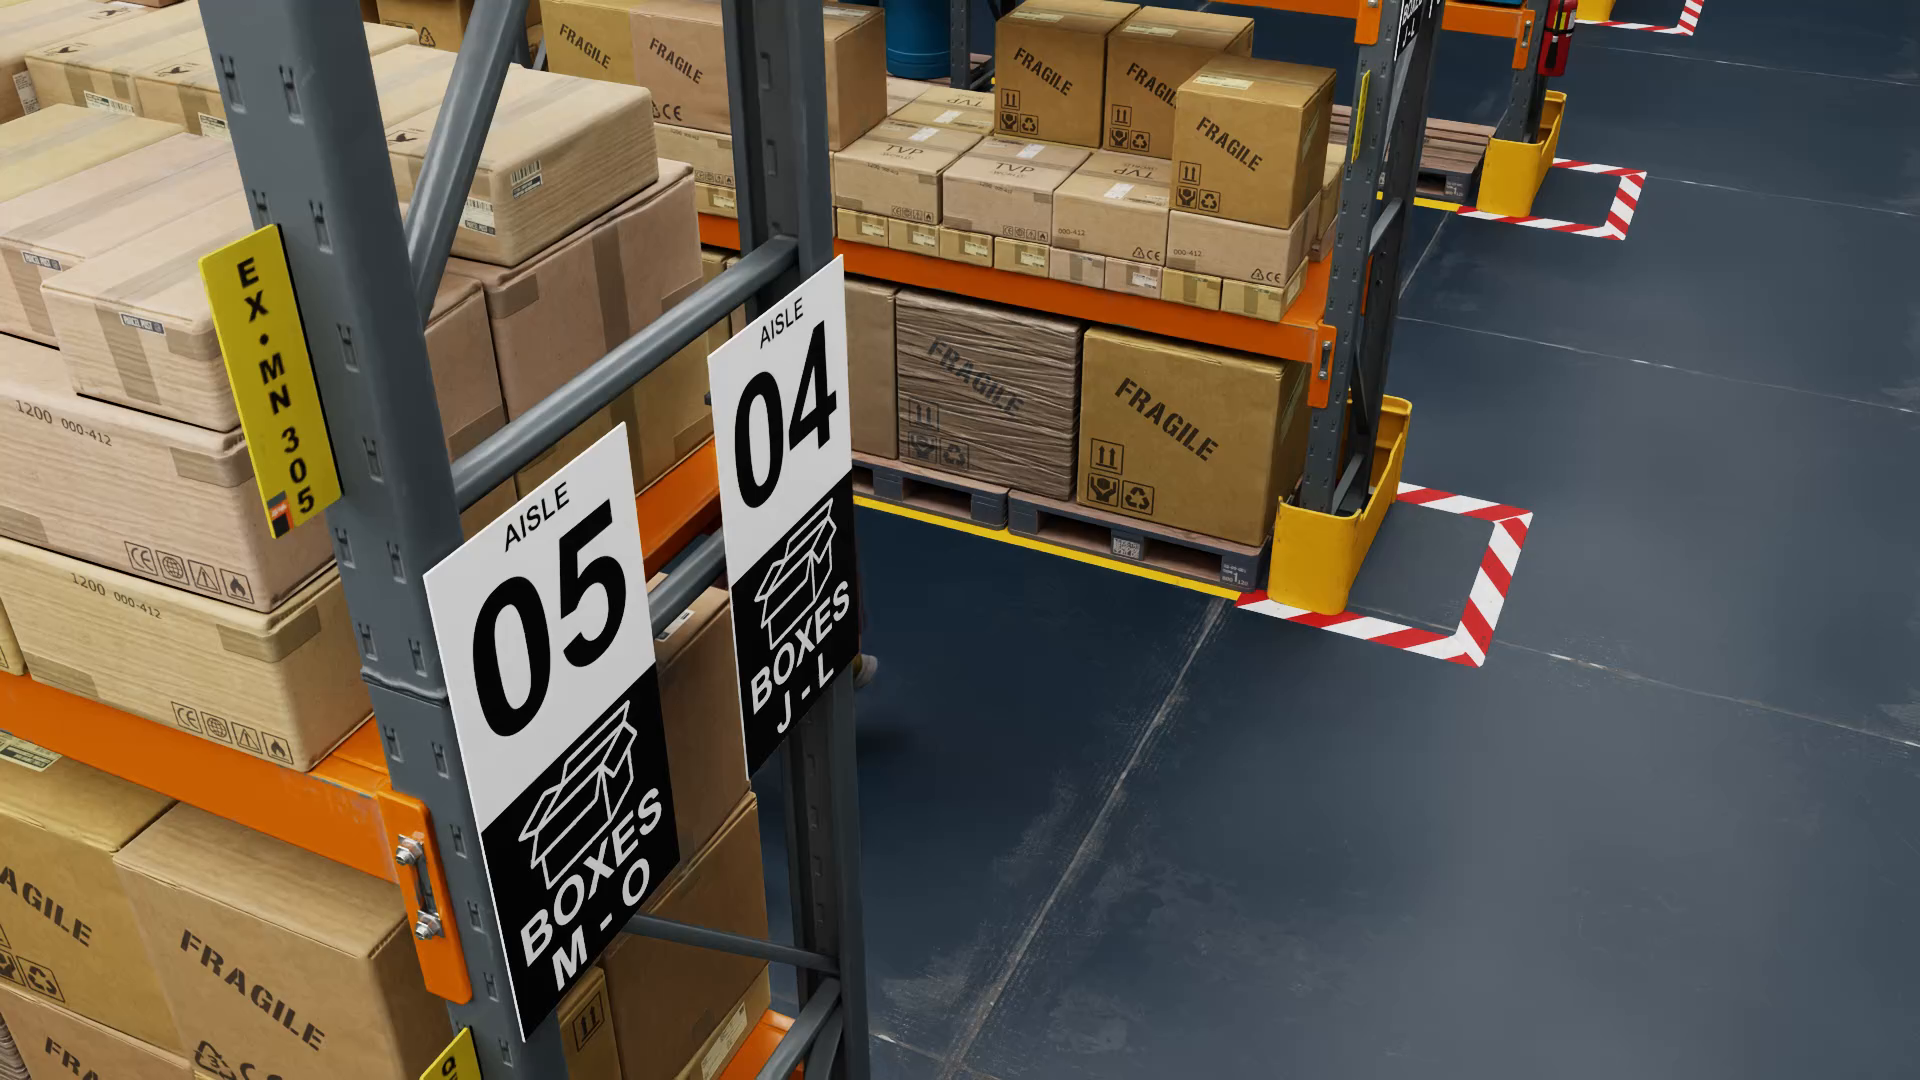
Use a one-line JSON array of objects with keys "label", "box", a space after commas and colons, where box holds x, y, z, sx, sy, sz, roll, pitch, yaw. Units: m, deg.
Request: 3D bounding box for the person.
[{"label": "person", "box": [-0.688, 0.233, 5.865, 1.049, 1.692, 0.588, -25, 41, -33]}]
